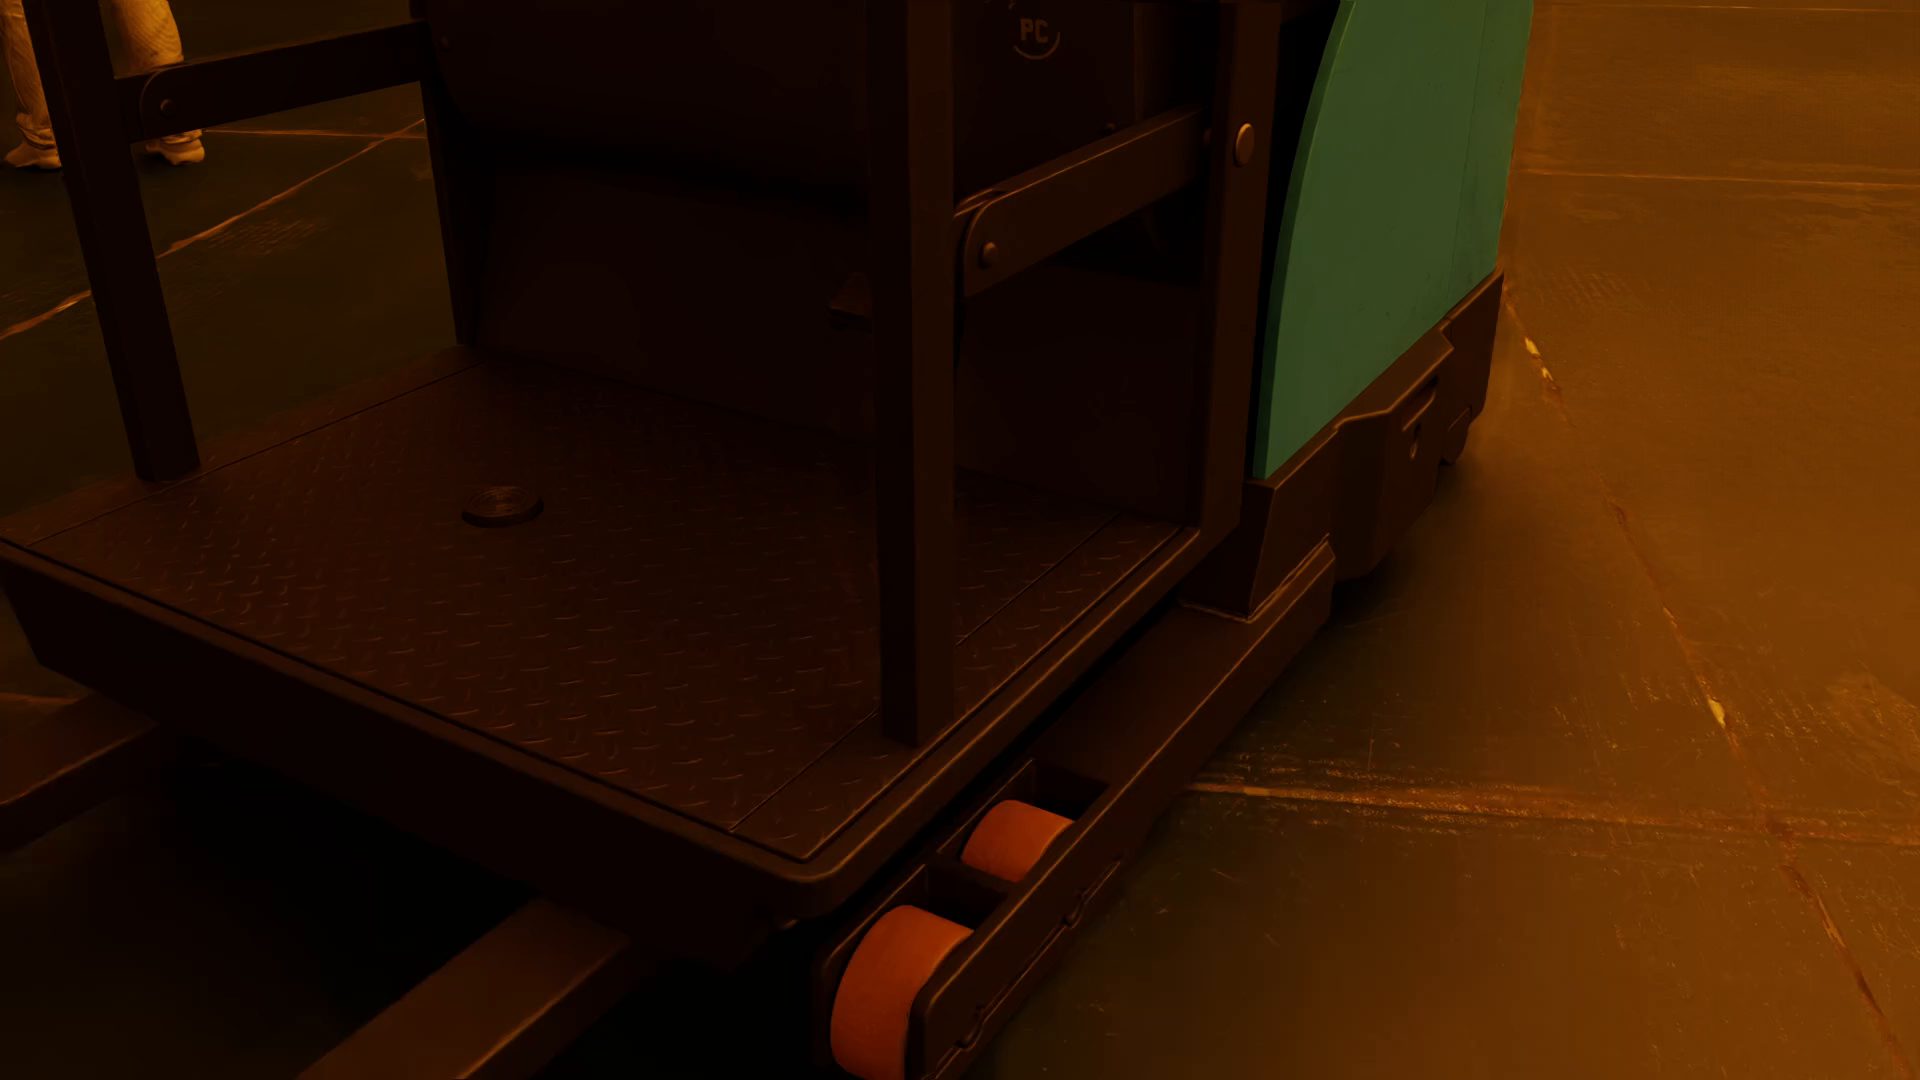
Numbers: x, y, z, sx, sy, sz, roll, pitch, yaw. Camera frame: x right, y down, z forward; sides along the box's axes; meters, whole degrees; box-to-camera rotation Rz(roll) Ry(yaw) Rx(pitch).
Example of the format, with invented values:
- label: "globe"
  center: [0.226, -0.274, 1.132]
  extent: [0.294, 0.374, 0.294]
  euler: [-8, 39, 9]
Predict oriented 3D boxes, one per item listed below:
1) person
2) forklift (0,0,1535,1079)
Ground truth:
- label: "person"
  center: [-2.329, -1.828, 4.221]
  extent: [0.614, 1.799, 0.508]
  euler: [-22, 34, -37]
- label: "forklift"
  center: [-0.317, -1.049, 1.319]
  extent: [1.130, 2.935, 3.031]
  euler: [15, 30, 28]
